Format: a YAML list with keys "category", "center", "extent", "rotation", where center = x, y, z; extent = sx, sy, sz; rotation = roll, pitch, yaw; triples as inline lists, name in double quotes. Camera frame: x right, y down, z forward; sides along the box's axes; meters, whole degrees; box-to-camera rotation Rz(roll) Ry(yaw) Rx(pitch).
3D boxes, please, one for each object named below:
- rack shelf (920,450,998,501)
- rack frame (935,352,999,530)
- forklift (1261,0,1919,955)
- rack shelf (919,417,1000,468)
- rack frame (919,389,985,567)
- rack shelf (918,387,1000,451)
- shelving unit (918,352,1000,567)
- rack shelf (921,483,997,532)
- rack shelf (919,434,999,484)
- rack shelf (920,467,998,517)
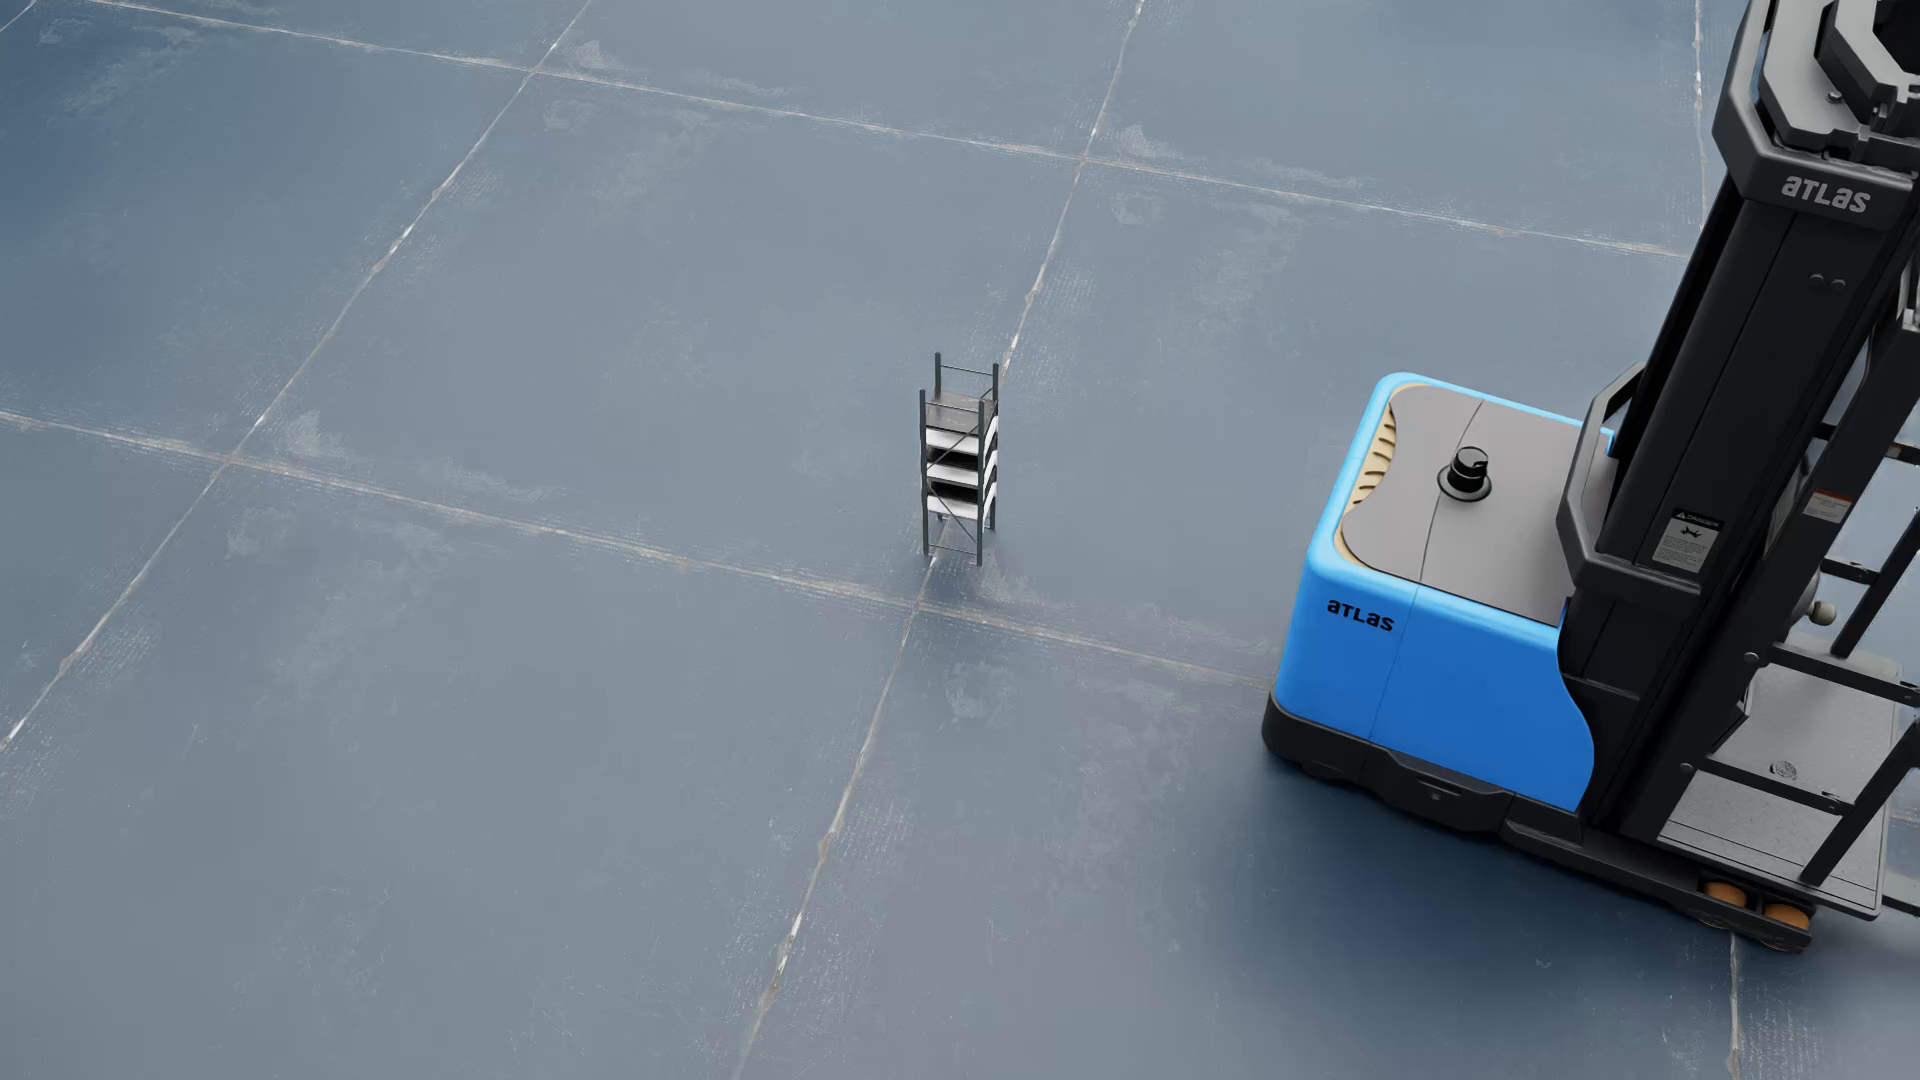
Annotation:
- category: "rack shelf"
  center: [-0.002, -0.270, 6.351]
  extent: [0.258, 0.077, 0.200]
  rotation: [12, 50, 10]
- category: "rack frame"
  center: [0.025, -0.365, 6.391]
  extent: [0.240, 0.900, 0.006]
  rotation: [12, 50, 10]
- category: "forklift"
  center: [2.642, -0.078, 4.783]
  extent: [3.031, 2.935, 1.130]
  rotation: [19, 51, 16]
- category: "rack shelf"
  center: [-0.002, -0.389, 6.216]
  extent: [0.258, 0.077, 0.200]
  rotation: [12, 50, 10]
- category: "rack frame"
  center: [-0.029, -0.218, 6.261]
  extent: [0.240, 0.900, 0.006]
  rotation: [12, 50, 10]
- category: "rack shelf"
  center: [-0.002, -0.449, 6.149]
  extent: [0.258, 0.077, 0.200]
  rotation: [12, 50, 10]
- category: "shelving unit"
  center: [-0.002, -0.292, 6.326]
  extent: [0.258, 0.900, 0.210]
  rotation: [12, 50, 10]
- category: "rack shelf"
  center: [-0.002, -0.151, 6.486]
  extent: [0.258, 0.077, 0.200]
  rotation: [12, 50, 10]
- category: "rack shelf"
  center: [-0.002, -0.329, 6.284]
  extent: [0.258, 0.077, 0.200]
  rotation: [12, 50, 10]
- category: "rack shelf"
  center: [-0.002, -0.210, 6.419]
  extent: [0.258, 0.077, 0.200]
  rotation: [12, 50, 10]
